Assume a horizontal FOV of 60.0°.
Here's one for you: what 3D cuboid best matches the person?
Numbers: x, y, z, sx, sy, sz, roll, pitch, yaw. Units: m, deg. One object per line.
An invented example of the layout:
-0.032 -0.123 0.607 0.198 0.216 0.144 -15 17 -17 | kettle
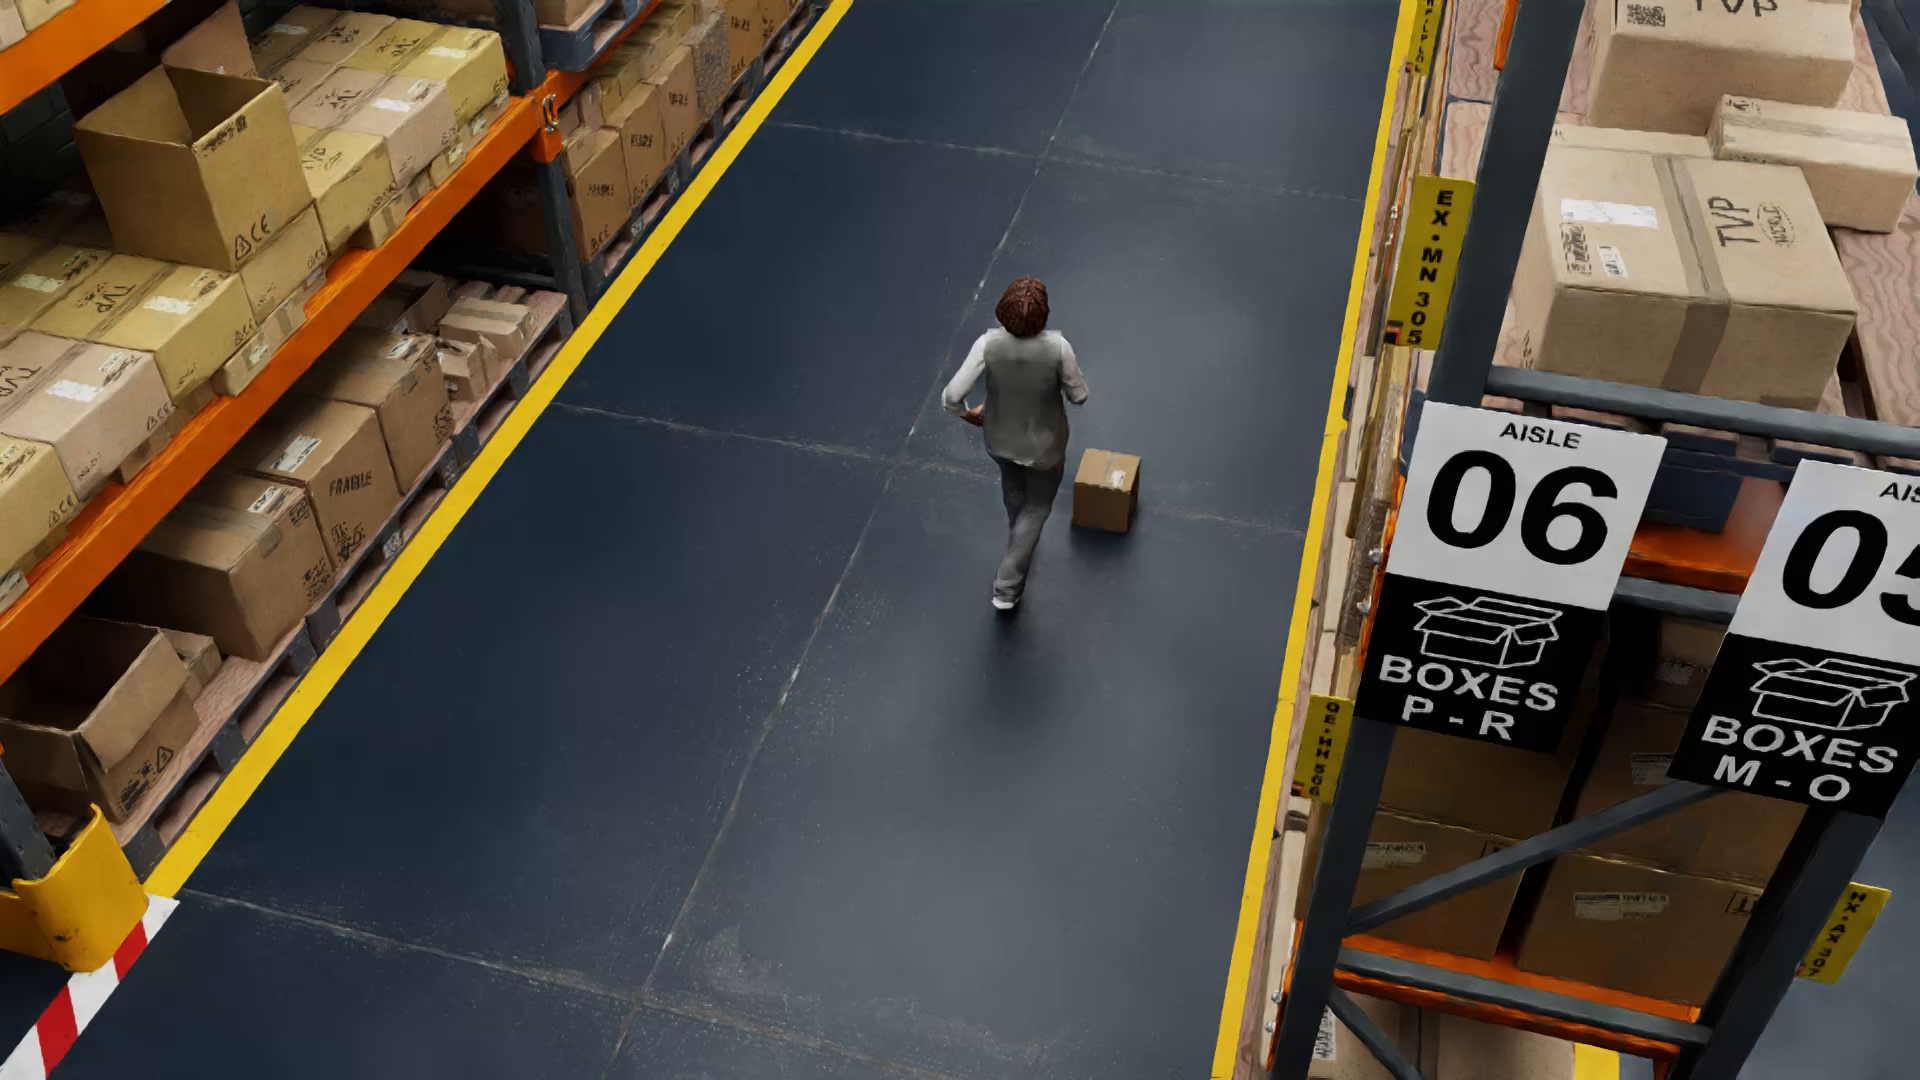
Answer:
0.284 -0.457 6.691 0.506 1.576 0.735 15 44 16 | person
